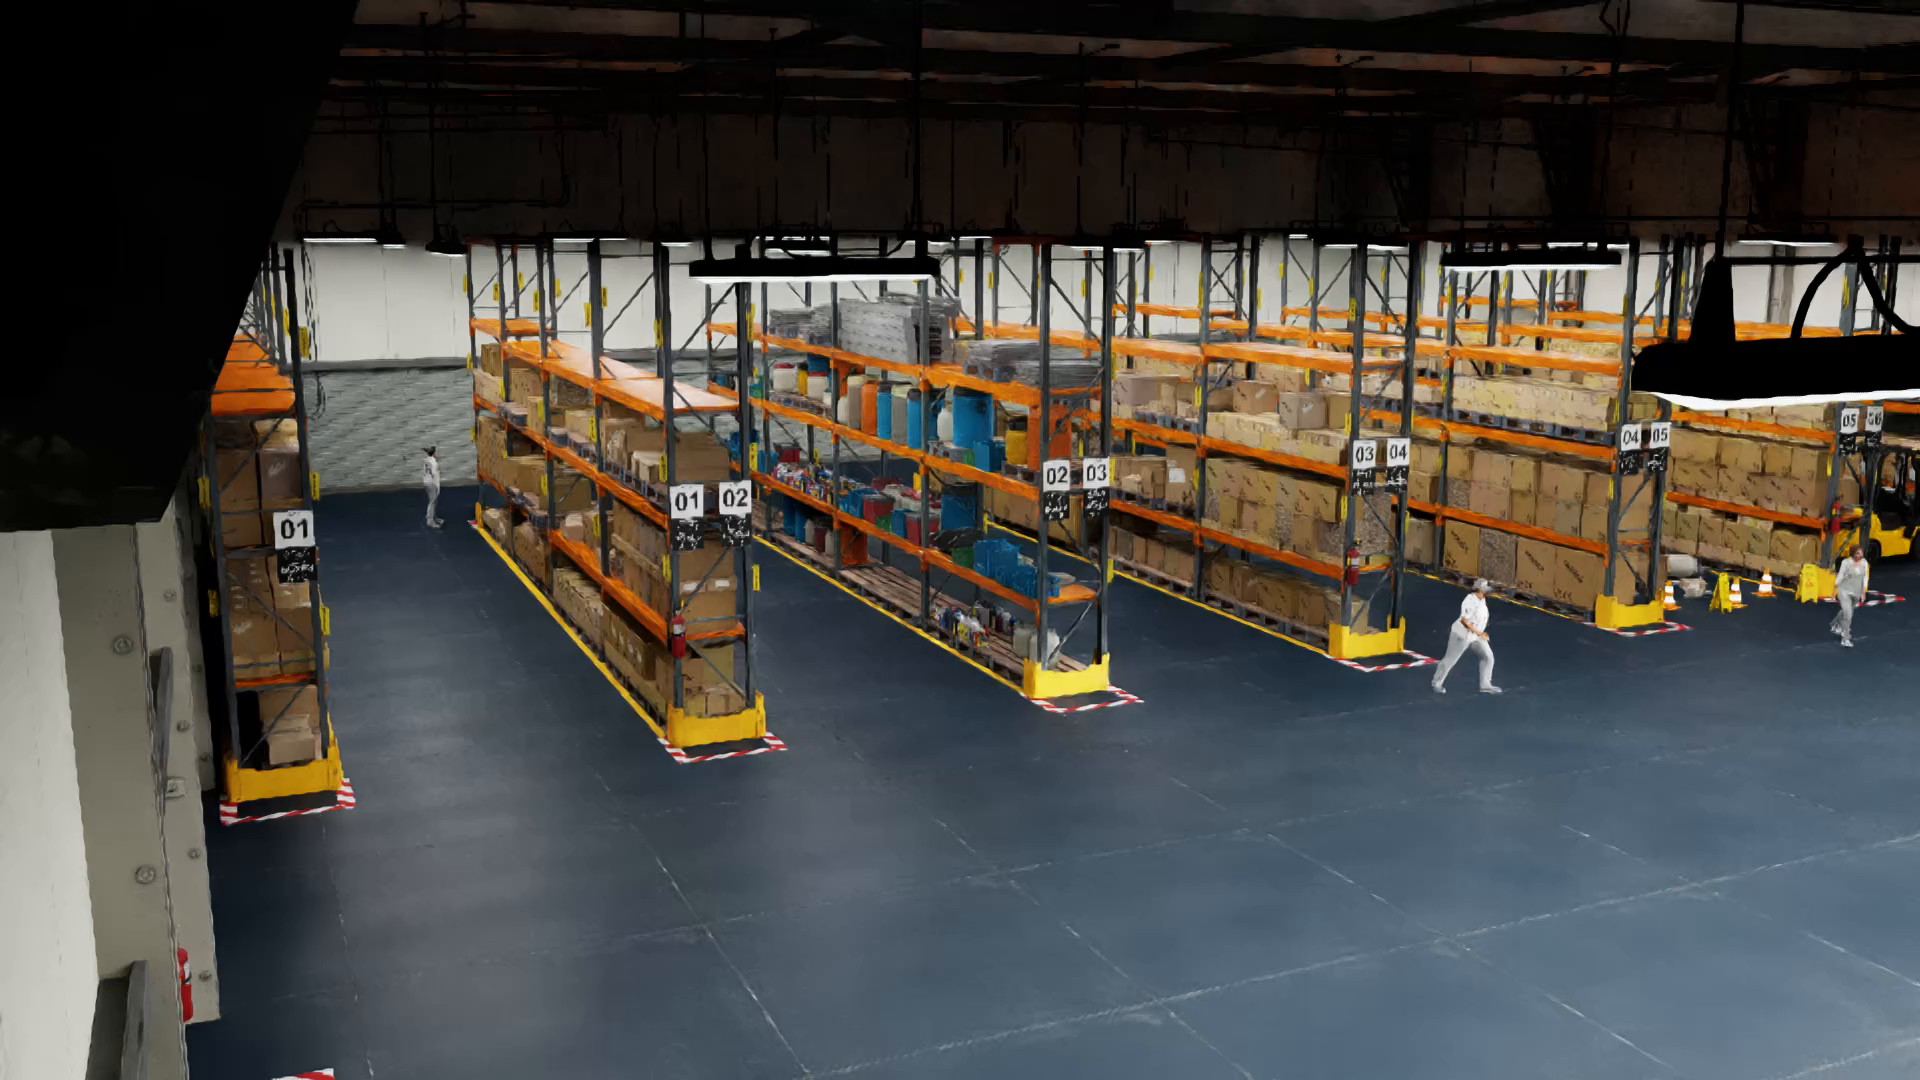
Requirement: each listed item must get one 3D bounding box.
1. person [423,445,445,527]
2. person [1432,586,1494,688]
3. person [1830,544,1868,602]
[{"bbox_3d":[-10.972,-1.145,34.629,0.521,1.668,0.591,-11,15,-43],"label":"person"},{"bbox_3d":[6.809,1.251,22.319,0.591,1.516,0.800,-9,14,-40],"label":"person"},{"bbox_3d":[13.386,0.496,24.916,0.449,0.912,0.362,-1,11,-3],"label":"person"}]
